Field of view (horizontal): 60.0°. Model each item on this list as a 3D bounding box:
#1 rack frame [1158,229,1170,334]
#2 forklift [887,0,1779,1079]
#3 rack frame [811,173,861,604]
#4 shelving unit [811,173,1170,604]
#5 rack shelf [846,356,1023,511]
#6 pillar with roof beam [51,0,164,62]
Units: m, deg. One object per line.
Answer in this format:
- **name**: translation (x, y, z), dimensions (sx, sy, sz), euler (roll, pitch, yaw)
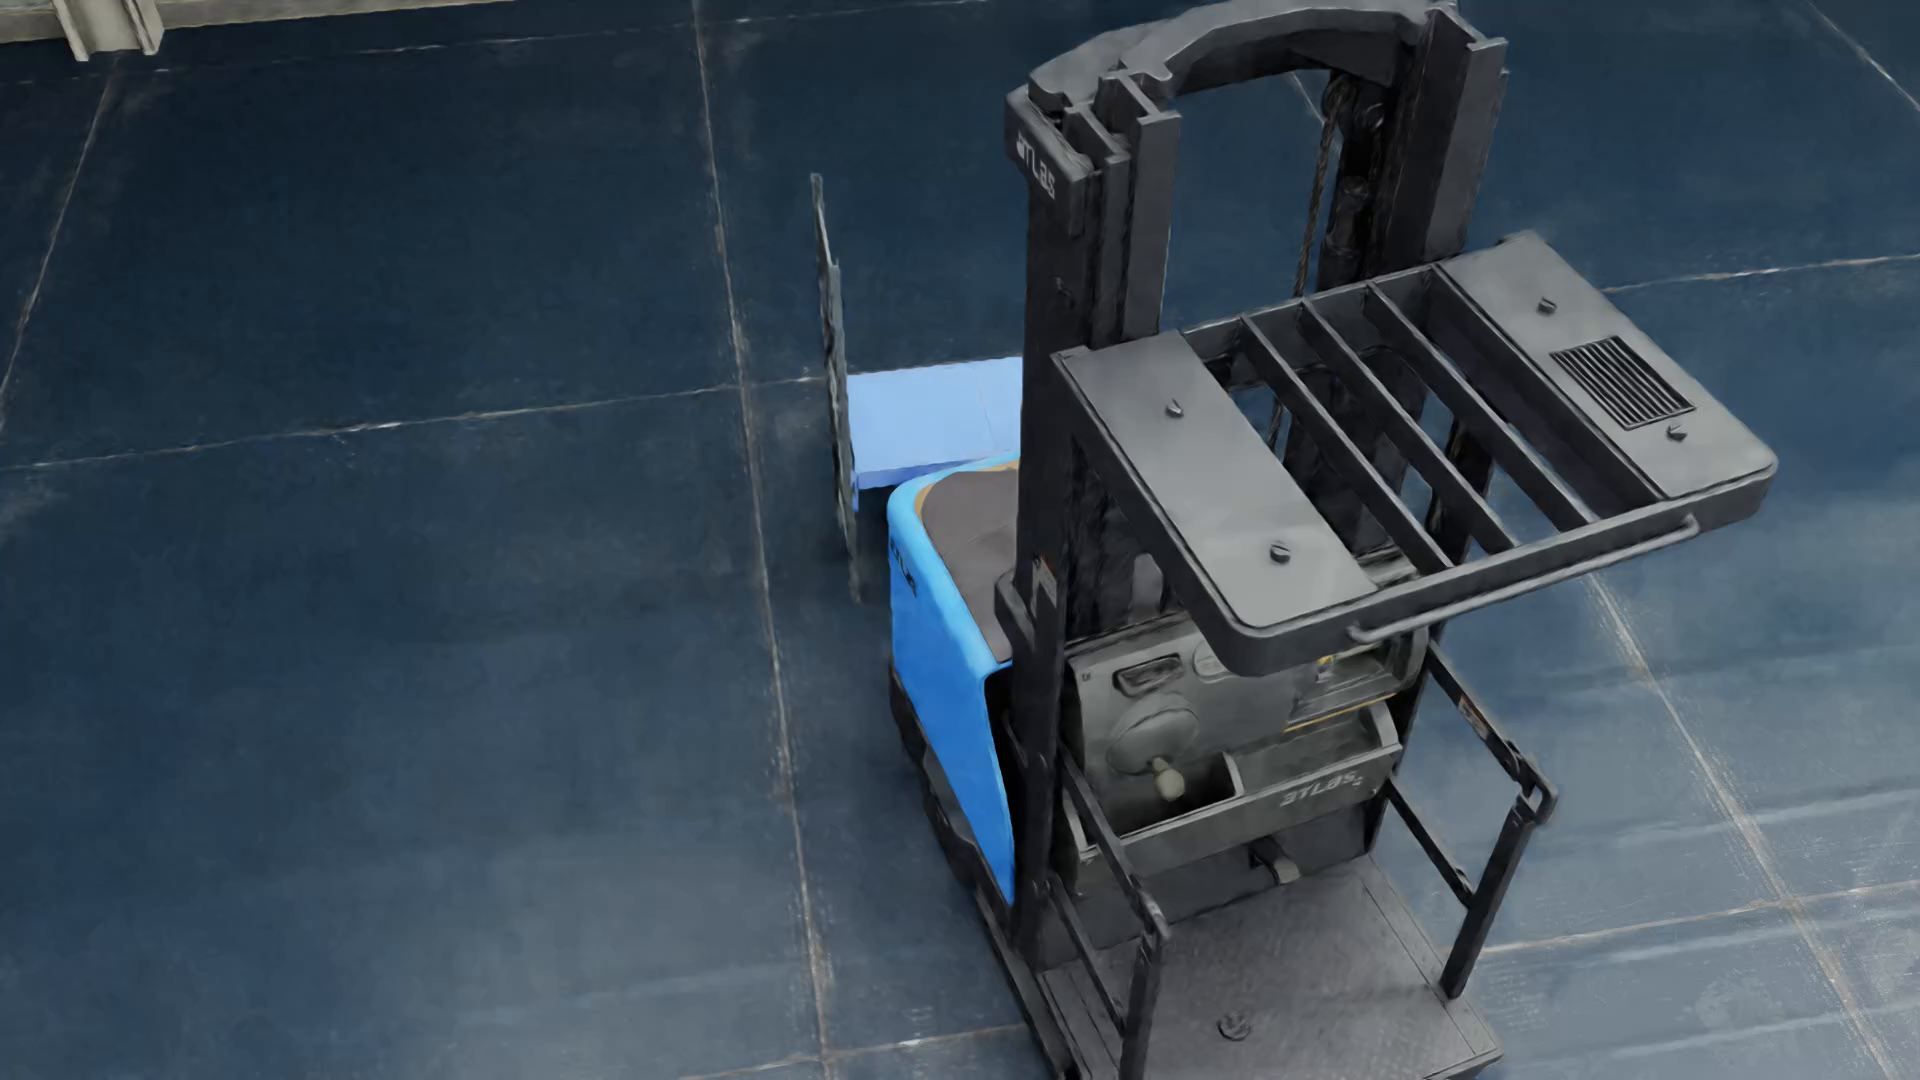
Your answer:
- **rack frame**: translation (0.585, -0.593, 5.780), dimensions (0.032, 1.500, 0.500), euler (-7, 46, -7)
- **forklift**: translation (0.784, 0.423, 3.808), dimensions (1.130, 2.935, 3.031), euler (-16, 48, -15)
- **rack frame**: translation (-0.417, -0.468, 5.660), dimensions (0.032, 1.500, 0.500), euler (-7, 46, -7)
- **shelving unit**: translation (0.084, -0.531, 5.720), dimensions (1.048, 1.500, 0.538), euler (-7, 46, -7)
- **rack shelf**: translation (0.084, -0.406, 5.850), dimensions (1.000, 0.185, 0.538), euler (-7, 46, -7)
- **pillar with roof beam**: translation (-3.690, -2.686, 2.589), dimensions (0.400, 9.000, 9.100), euler (-7, 46, -7)
